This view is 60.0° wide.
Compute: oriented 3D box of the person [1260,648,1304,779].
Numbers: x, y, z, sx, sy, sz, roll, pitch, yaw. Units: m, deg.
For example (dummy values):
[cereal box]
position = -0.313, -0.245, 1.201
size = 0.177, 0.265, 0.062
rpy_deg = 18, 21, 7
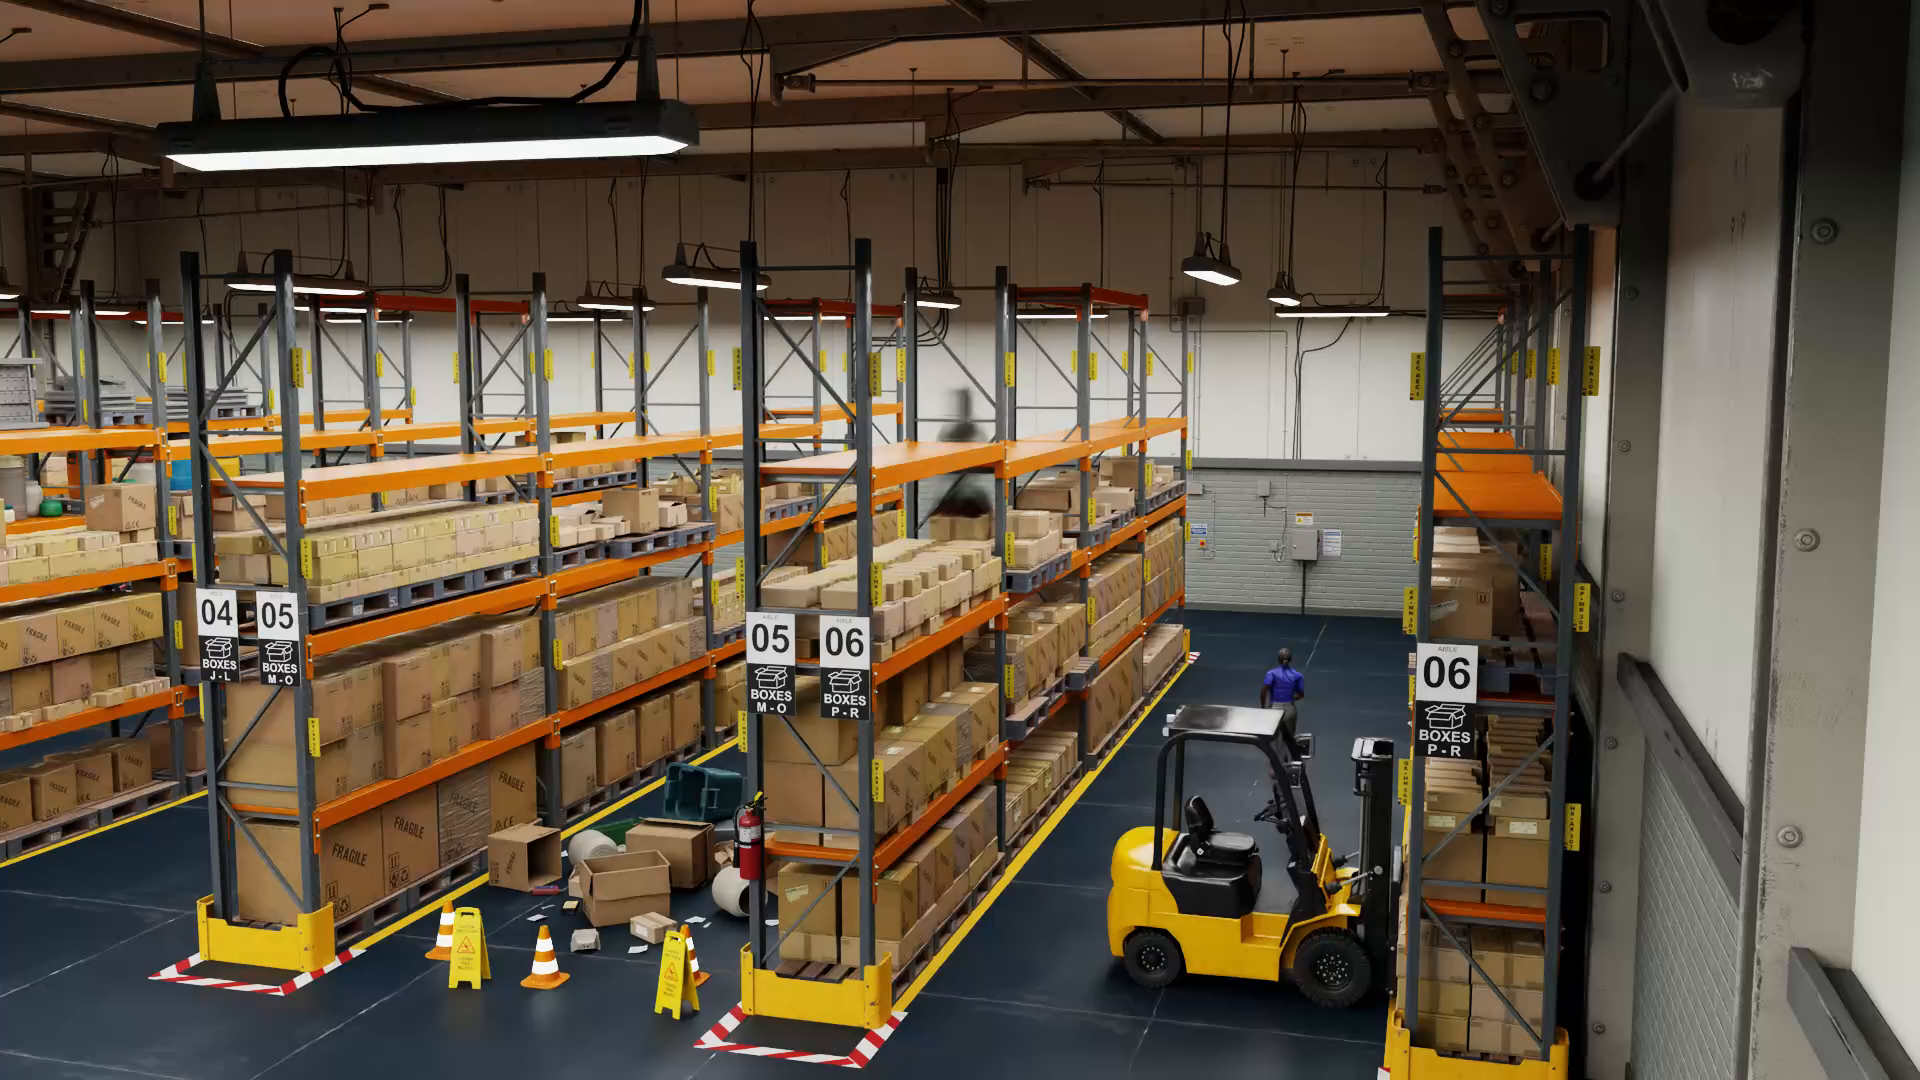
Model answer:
[person]
position = 3.876, 2.103, 20.117
size = 0.542, 1.613, 0.720
rpy_deg = 1, 6, 5
